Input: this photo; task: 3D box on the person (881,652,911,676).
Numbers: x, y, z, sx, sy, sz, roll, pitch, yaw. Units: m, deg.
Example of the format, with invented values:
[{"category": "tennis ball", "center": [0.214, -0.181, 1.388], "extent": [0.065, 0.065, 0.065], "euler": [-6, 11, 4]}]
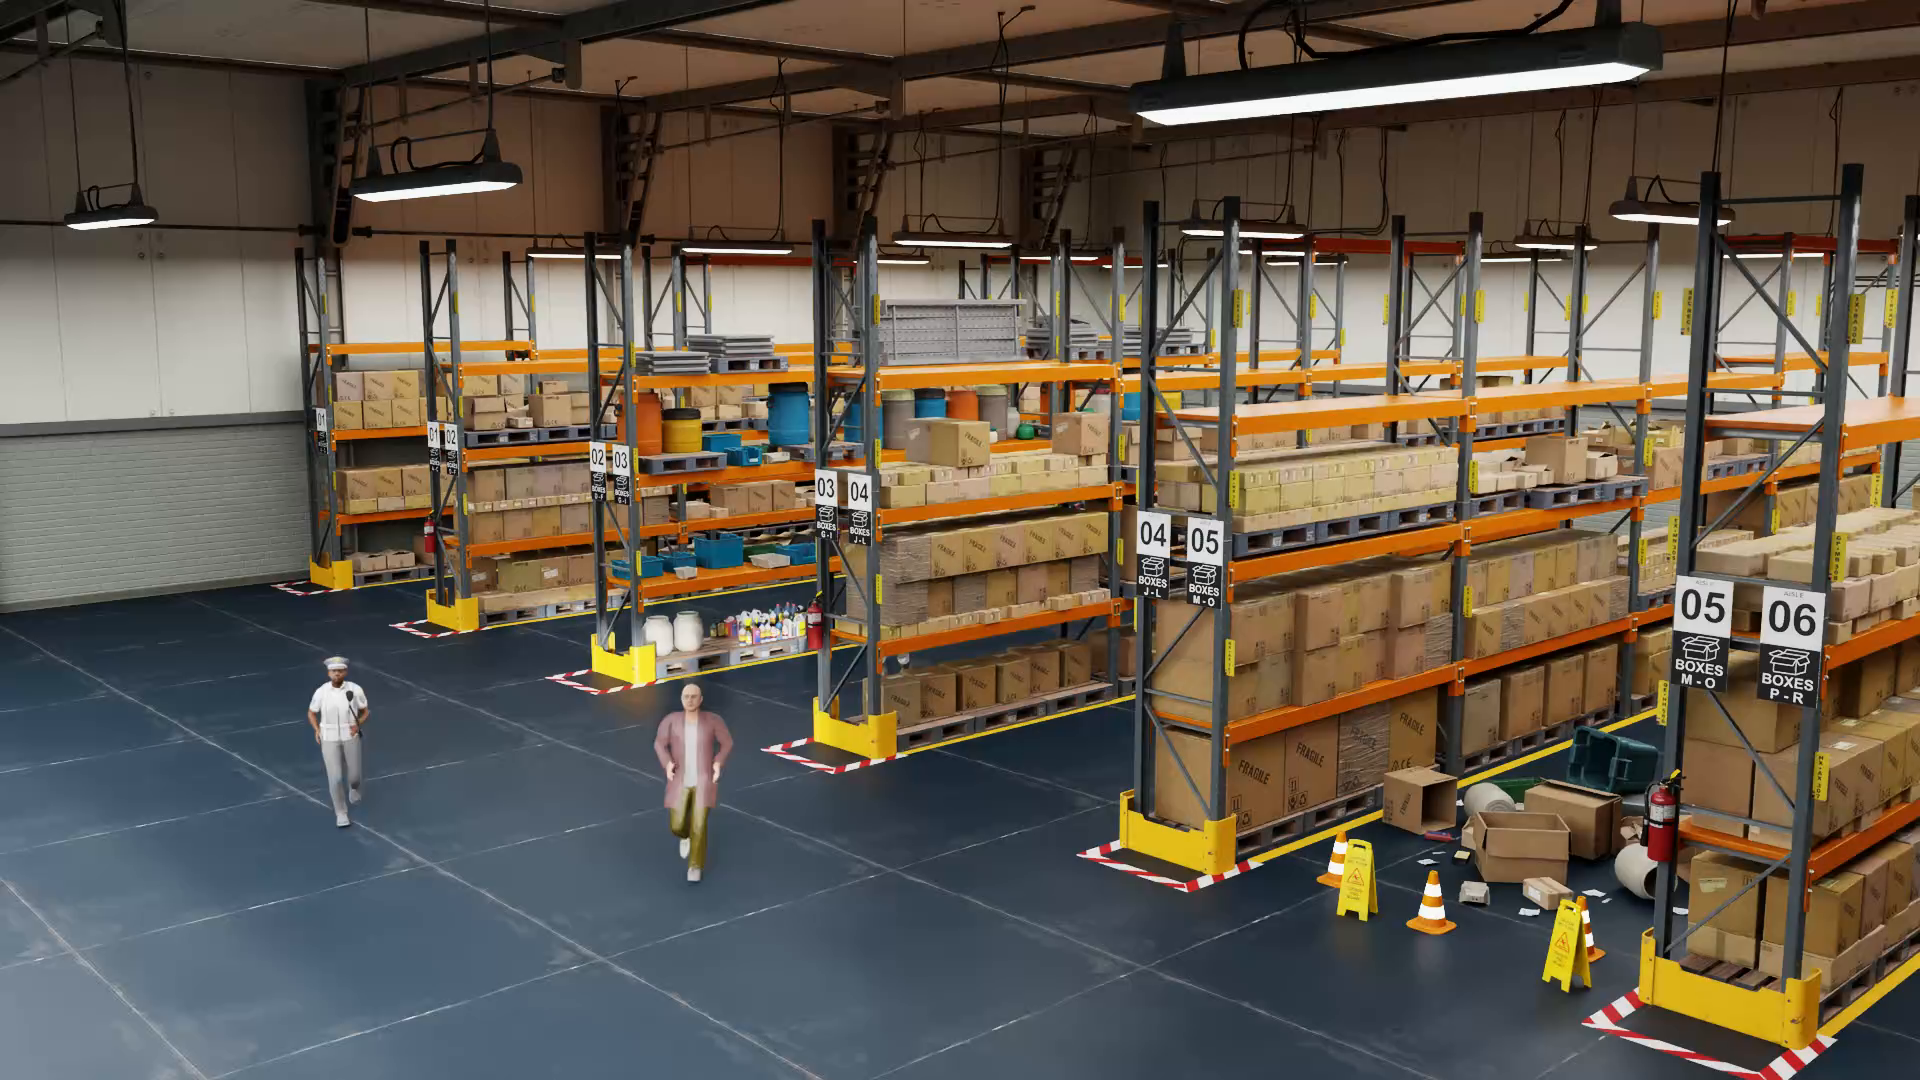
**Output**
[{"category": "person", "center": [-0.938, 1.080, 21.899], "extent": [0.643, 1.846, 0.774], "euler": [5, 10, 31]}]

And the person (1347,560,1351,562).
[{"category": "person", "center": [5.474, 0.979, 23.046], "extent": [0.642, 1.692, 0.736], "euler": [8, 12, 44]}]

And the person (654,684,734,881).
[{"category": "person", "center": [-2.384, 2.177, 14.905], "extent": [0.713, 1.650, 0.707], "euler": [0, 8, -2]}]

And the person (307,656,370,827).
[{"category": "person", "center": [-6.134, 1.949, 16.441], "extent": [0.579, 1.654, 0.678], "euler": [-3, 9, -19]}]
